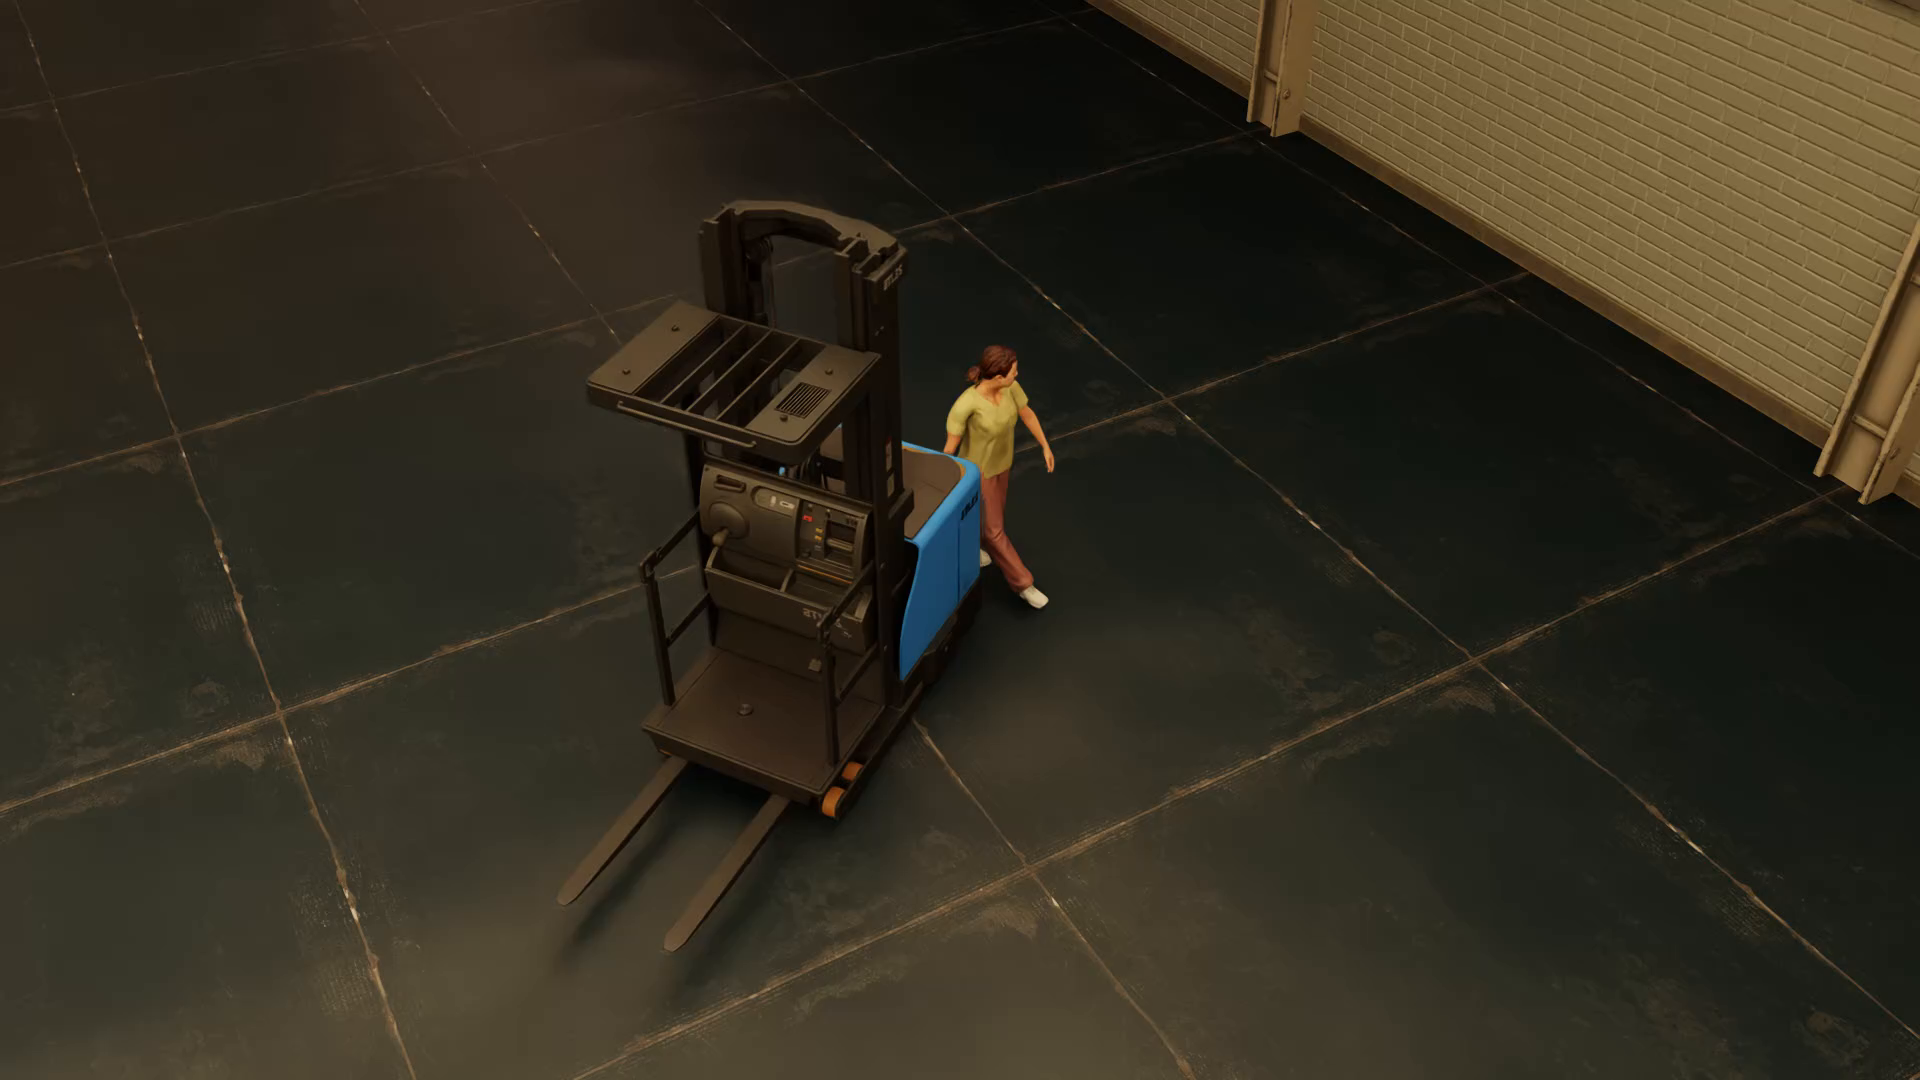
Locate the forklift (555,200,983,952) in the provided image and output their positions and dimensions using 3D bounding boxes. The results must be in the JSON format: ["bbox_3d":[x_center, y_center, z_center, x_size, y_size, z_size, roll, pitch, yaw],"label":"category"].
[{"bbox_3d":[-0.967,-0.013,8.052,1.130,2.935,3.031,17,43,20],"label":"forklift"}]

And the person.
[{"bbox_3d":[0.235,-0.361,9.510,0.883,1.610,0.649,30,48,31],"label":"person"}]
